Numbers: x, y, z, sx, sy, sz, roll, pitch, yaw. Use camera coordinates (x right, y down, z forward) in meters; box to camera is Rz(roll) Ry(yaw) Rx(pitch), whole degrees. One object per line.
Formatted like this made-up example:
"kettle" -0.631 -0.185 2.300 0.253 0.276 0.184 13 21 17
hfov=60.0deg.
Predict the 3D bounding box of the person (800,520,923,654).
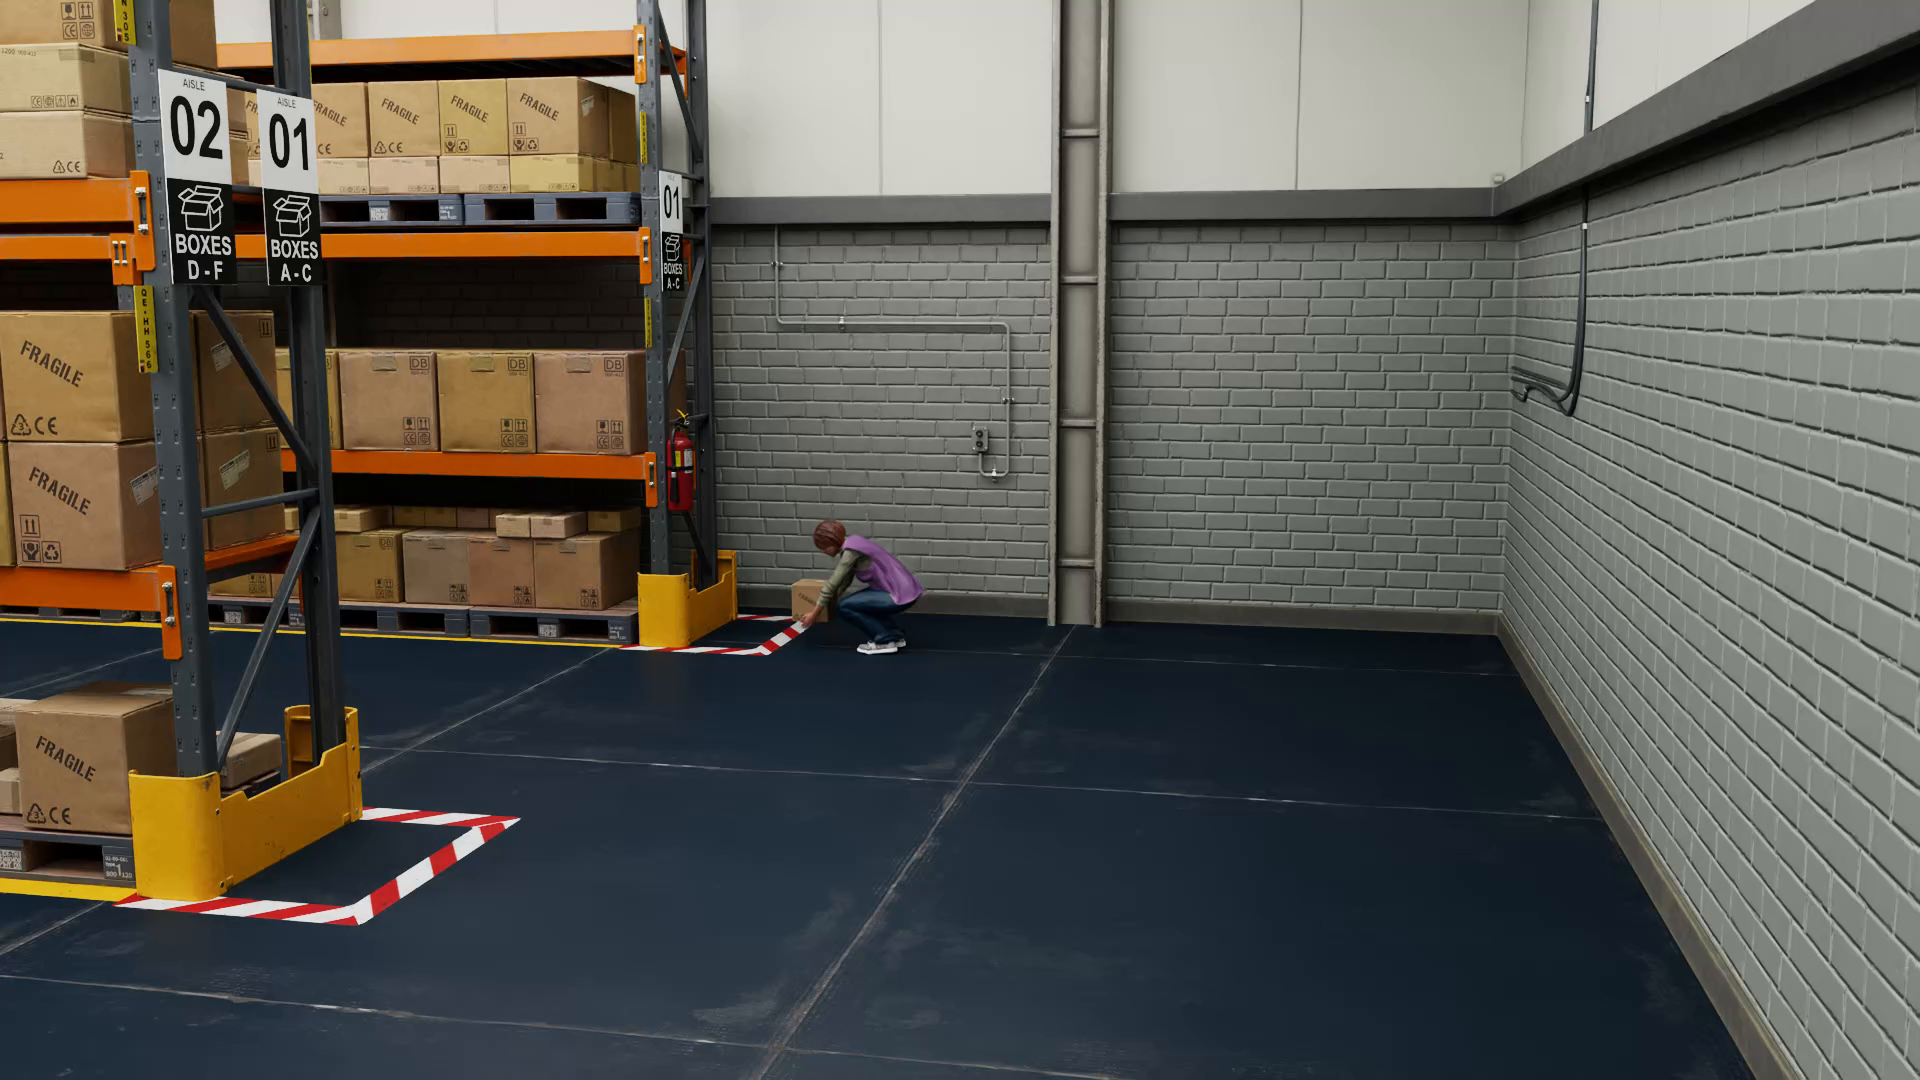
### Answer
"person" -0.656 0.309 11.224 0.814 0.889 0.450 2 8 11
